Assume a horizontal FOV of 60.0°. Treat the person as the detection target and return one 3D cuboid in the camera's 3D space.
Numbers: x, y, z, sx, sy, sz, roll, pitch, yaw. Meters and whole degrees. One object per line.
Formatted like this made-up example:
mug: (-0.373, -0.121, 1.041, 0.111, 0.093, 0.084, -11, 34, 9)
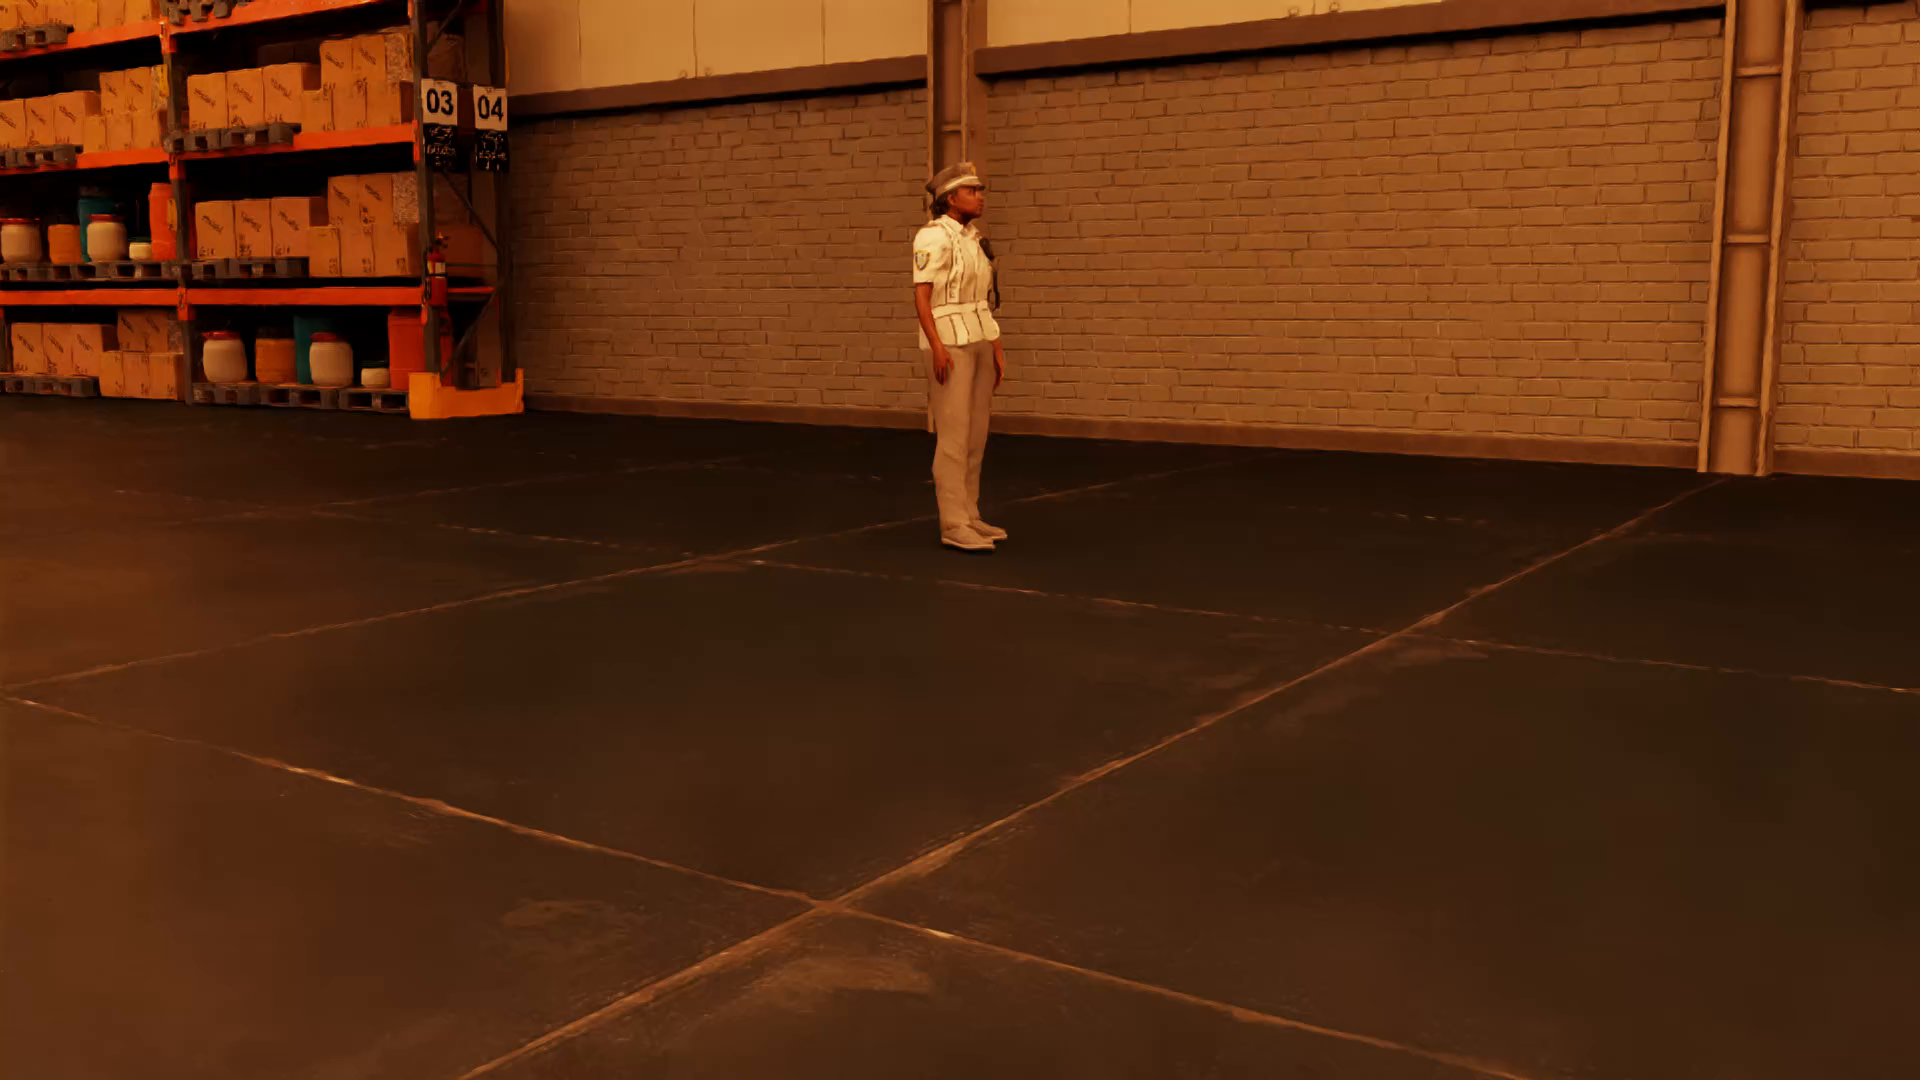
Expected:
person: (0.051, -0.838, 7.426, 0.529, 1.695, 0.570, 5, 10, 34)
